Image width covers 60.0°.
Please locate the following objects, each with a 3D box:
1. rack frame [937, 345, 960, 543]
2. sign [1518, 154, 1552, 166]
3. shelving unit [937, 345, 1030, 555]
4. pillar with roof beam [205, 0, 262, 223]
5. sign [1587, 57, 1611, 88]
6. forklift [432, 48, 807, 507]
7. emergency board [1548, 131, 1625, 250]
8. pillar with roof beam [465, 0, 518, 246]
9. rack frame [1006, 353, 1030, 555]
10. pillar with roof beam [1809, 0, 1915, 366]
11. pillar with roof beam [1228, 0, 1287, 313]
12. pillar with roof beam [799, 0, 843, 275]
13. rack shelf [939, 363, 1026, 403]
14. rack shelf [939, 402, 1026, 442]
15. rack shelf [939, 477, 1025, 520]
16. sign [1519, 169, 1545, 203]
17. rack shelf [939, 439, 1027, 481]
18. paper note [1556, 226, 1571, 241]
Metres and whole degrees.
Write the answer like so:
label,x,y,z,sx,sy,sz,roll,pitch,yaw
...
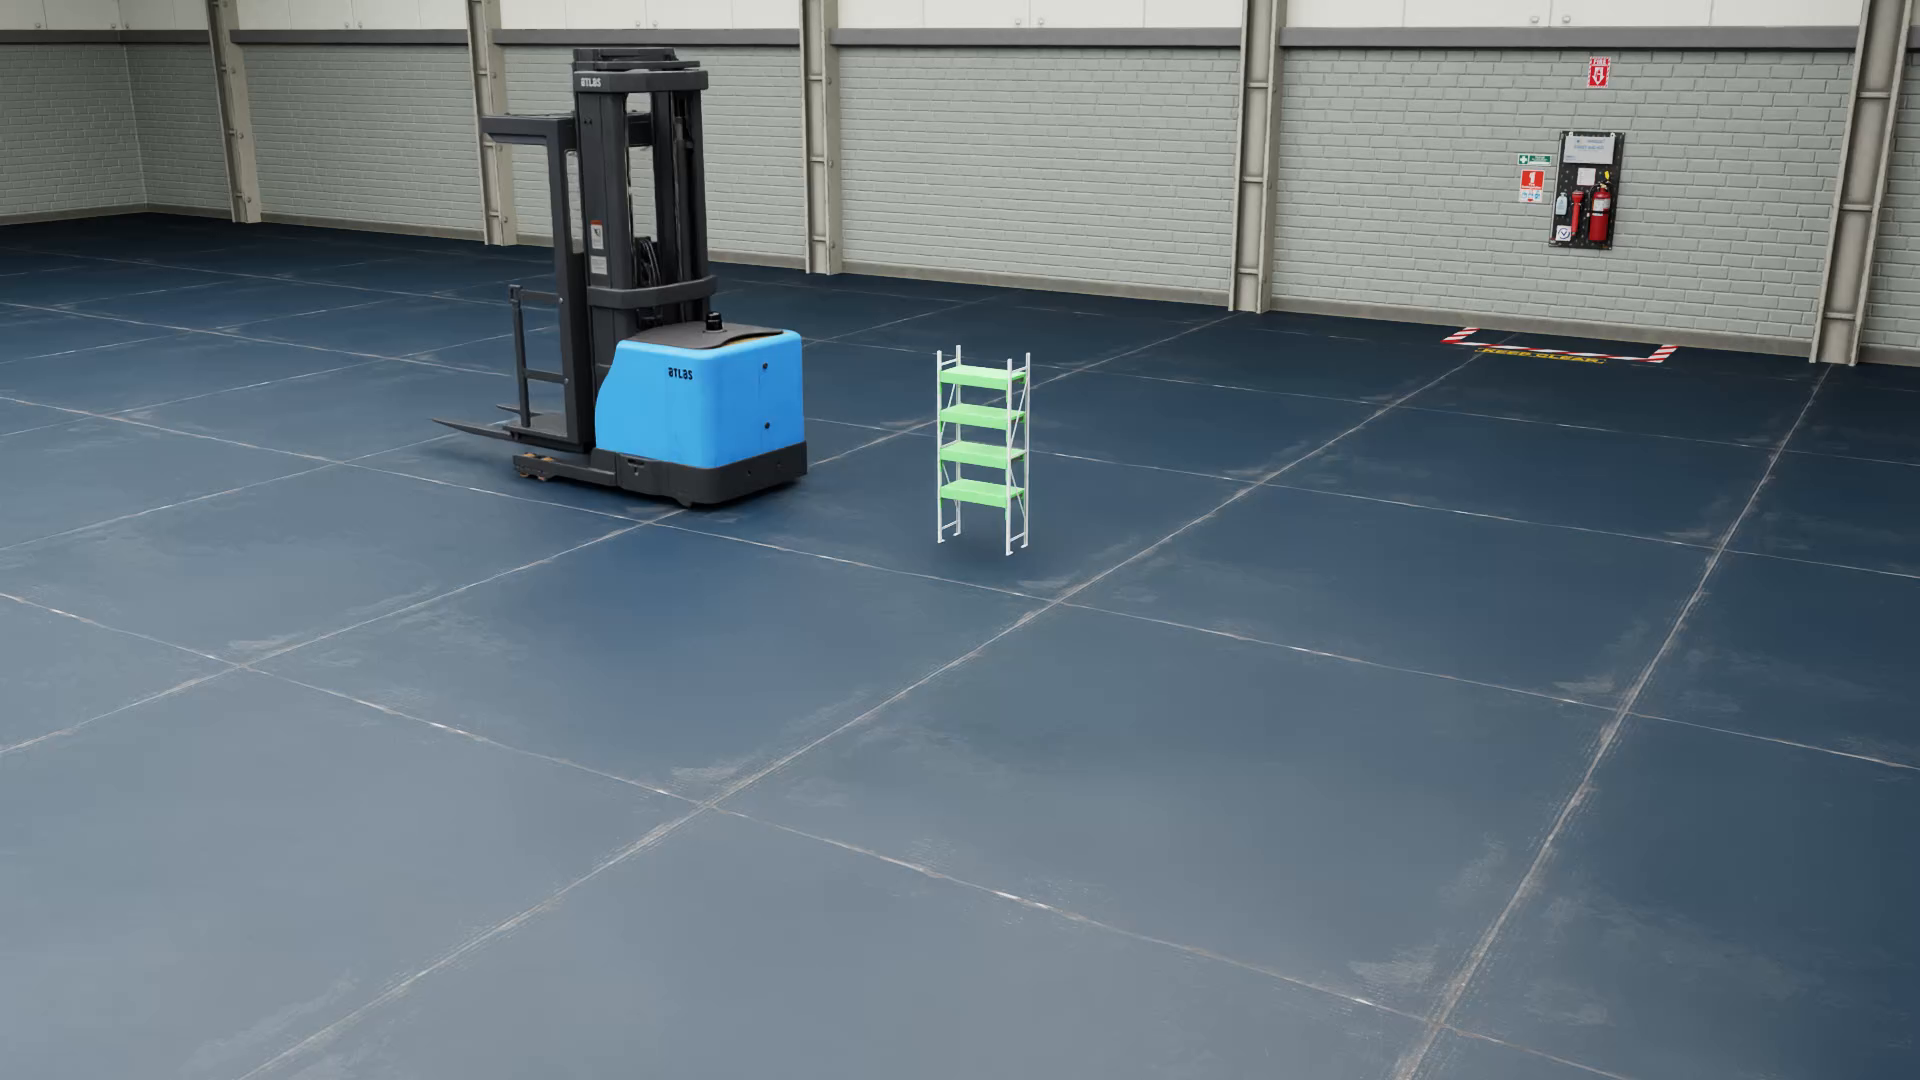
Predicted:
label,x,y,z,sx,sy,sz,roll,pitch,yaw
rack frame,-0.067,-0.586,10.246,0.015,1.200,0.240,10,20,30
sign,5.926,-3.920,17.151,0.331,0.109,0.001,10,20,30
shelving unit,0.141,-0.549,10.124,0.503,1.200,0.258,10,20,30
pillar with roof beam,-14.274,-8.612,23.250,0.400,9.000,9.100,10,20,30
sign,6.389,-4.677,16.630,0.199,0.298,0.001,10,20,30
forklift,-2.573,-1.933,11.703,3.031,2.935,1.130,11,20,33
emergency board,6.344,-3.542,16.882,0.643,1.169,0.194,10,20,30
pillar with roof beam,-9.162,-7.699,20.245,0.400,9.000,9.100,10,20,30
rack frame,0.349,-0.512,10.002,0.015,1.200,0.240,10,20,30
pillar with roof beam,6.176,-4.961,11.232,0.400,9.000,9.100,10,20,30
pillar with roof beam,1.064,-5.874,14.236,0.400,9.000,9.100,10,20,30
pillar with roof beam,-4.049,-6.787,17.241,0.400,9.000,9.100,10,20,30
rack shelf,0.141,-0.947,10.003,0.480,0.148,0.258,10,20,30
rack shelf,0.141,-0.717,10.073,0.480,0.148,0.258,10,20,30
rack shelf,0.141,-0.258,10.212,0.480,0.148,0.258,10,20,30
sign,5.926,-3.669,17.238,0.234,0.329,0.001,10,20,30
rack shelf,0.141,-0.488,10.142,0.480,0.148,0.258,10,20,30
paper note,6.229,-3.165,17.155,0.142,0.148,0.016,10,20,30
